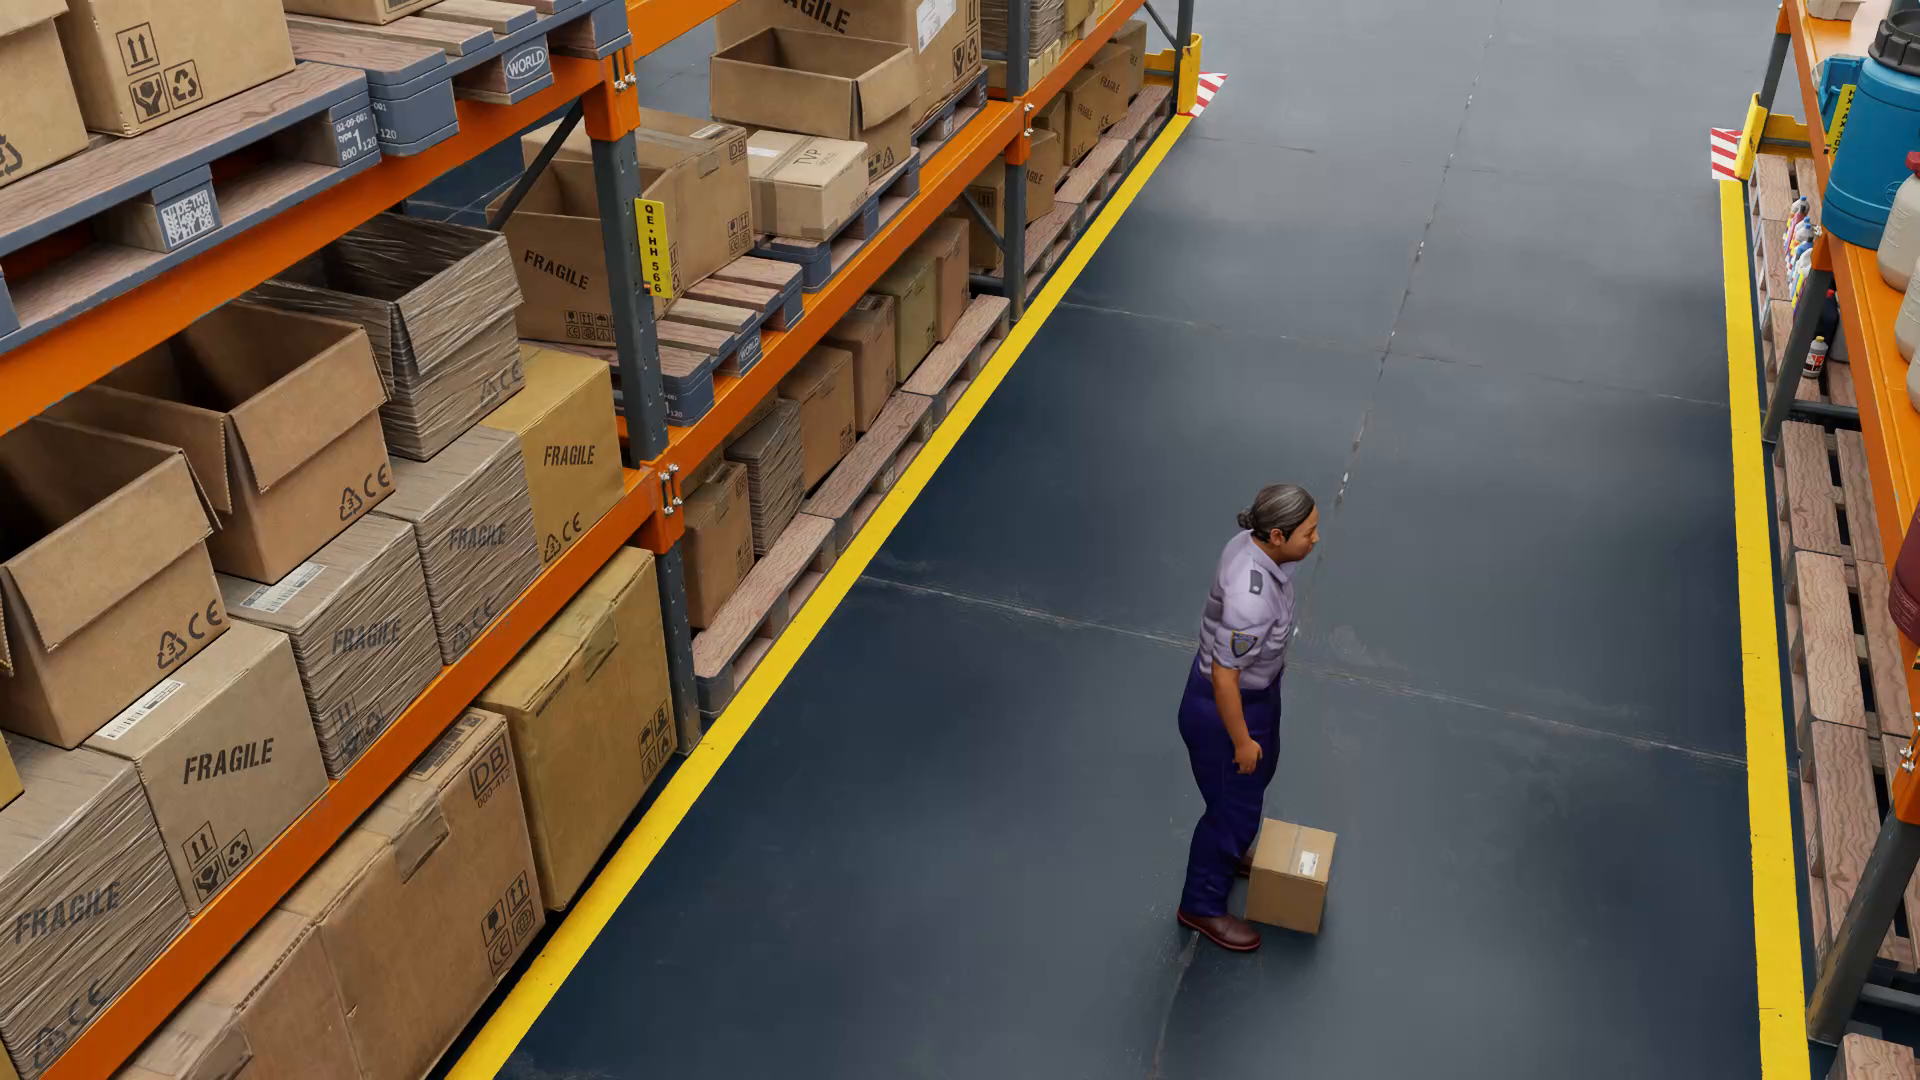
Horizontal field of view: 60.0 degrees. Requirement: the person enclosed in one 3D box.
[{"bbox_3d":[0.904,0.539,5.345,0.374,1.637,0.538,10,35,15],"label":"person"}]
